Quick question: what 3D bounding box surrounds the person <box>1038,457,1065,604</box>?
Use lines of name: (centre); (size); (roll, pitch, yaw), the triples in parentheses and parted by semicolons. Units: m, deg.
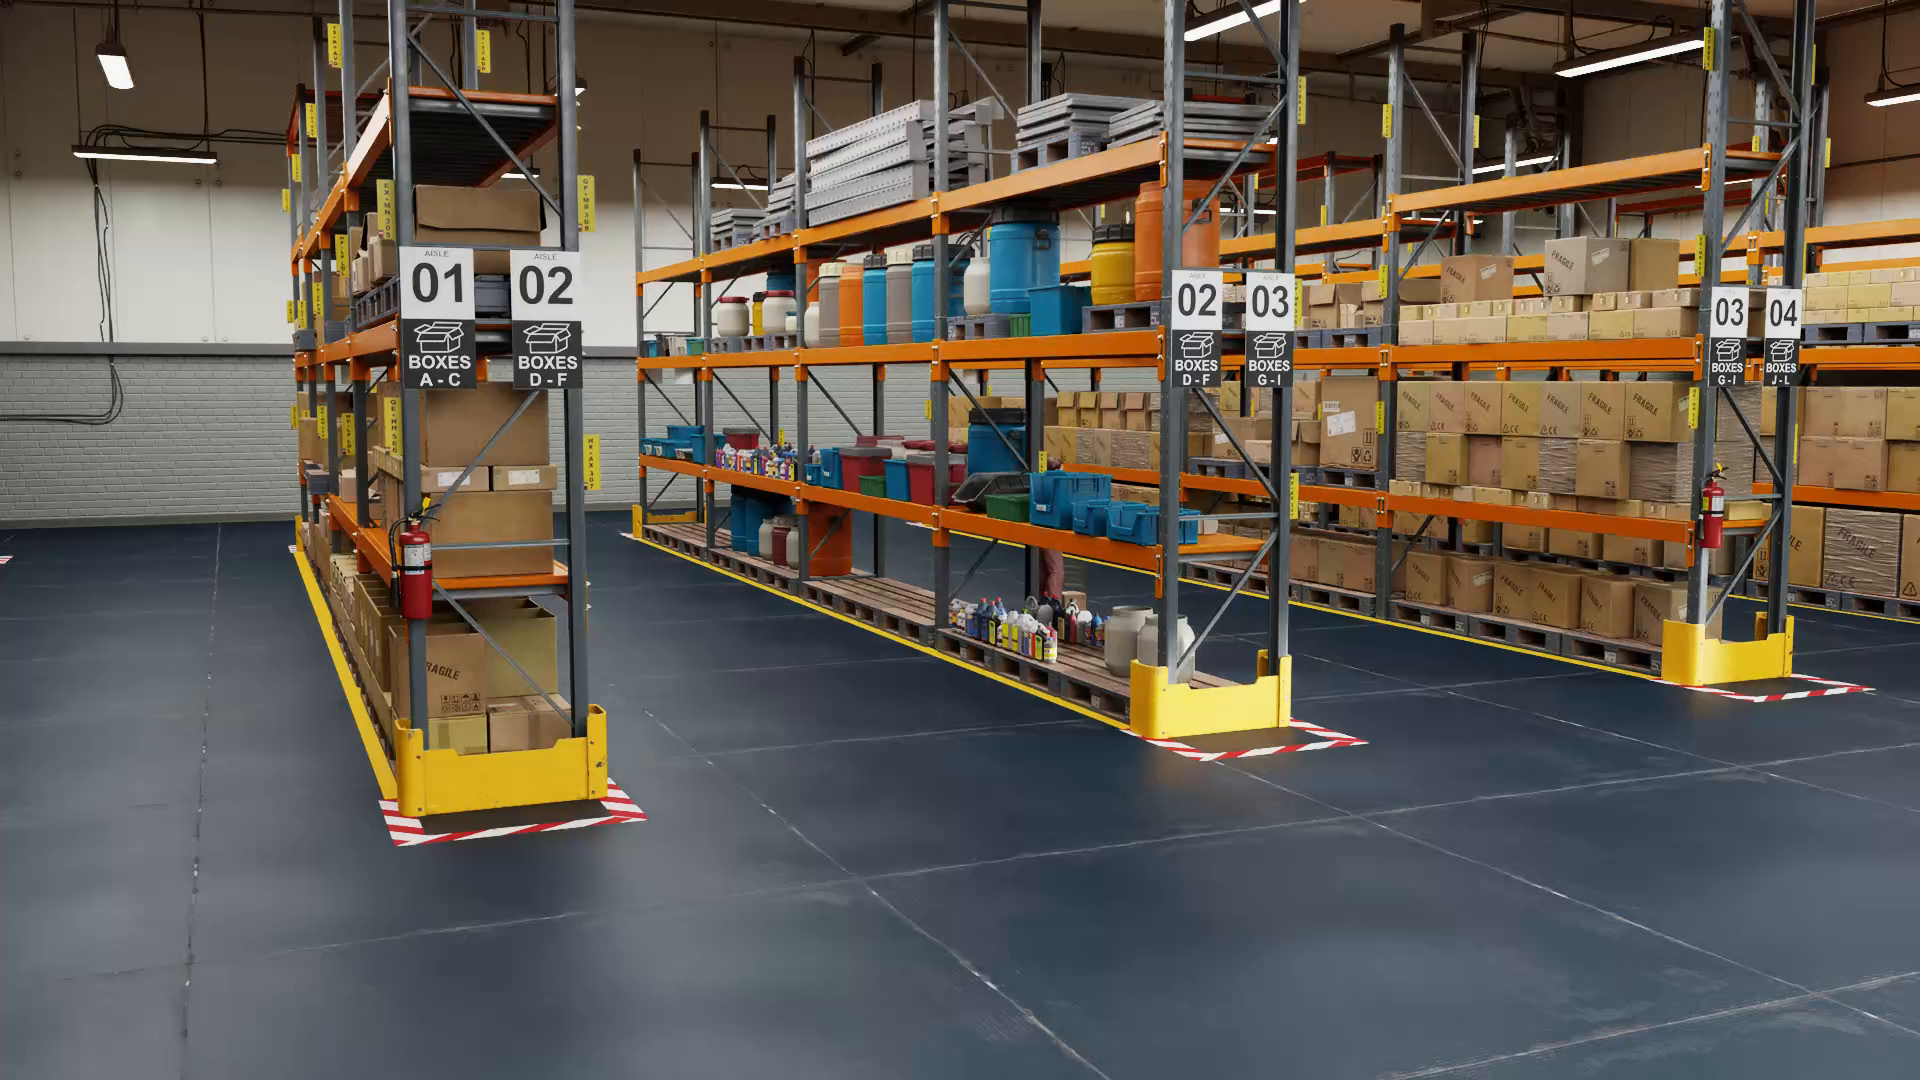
person: (0.926, -0.022, 17.194); (0.354, 1.673, 0.499); (-2, 6, -24)
